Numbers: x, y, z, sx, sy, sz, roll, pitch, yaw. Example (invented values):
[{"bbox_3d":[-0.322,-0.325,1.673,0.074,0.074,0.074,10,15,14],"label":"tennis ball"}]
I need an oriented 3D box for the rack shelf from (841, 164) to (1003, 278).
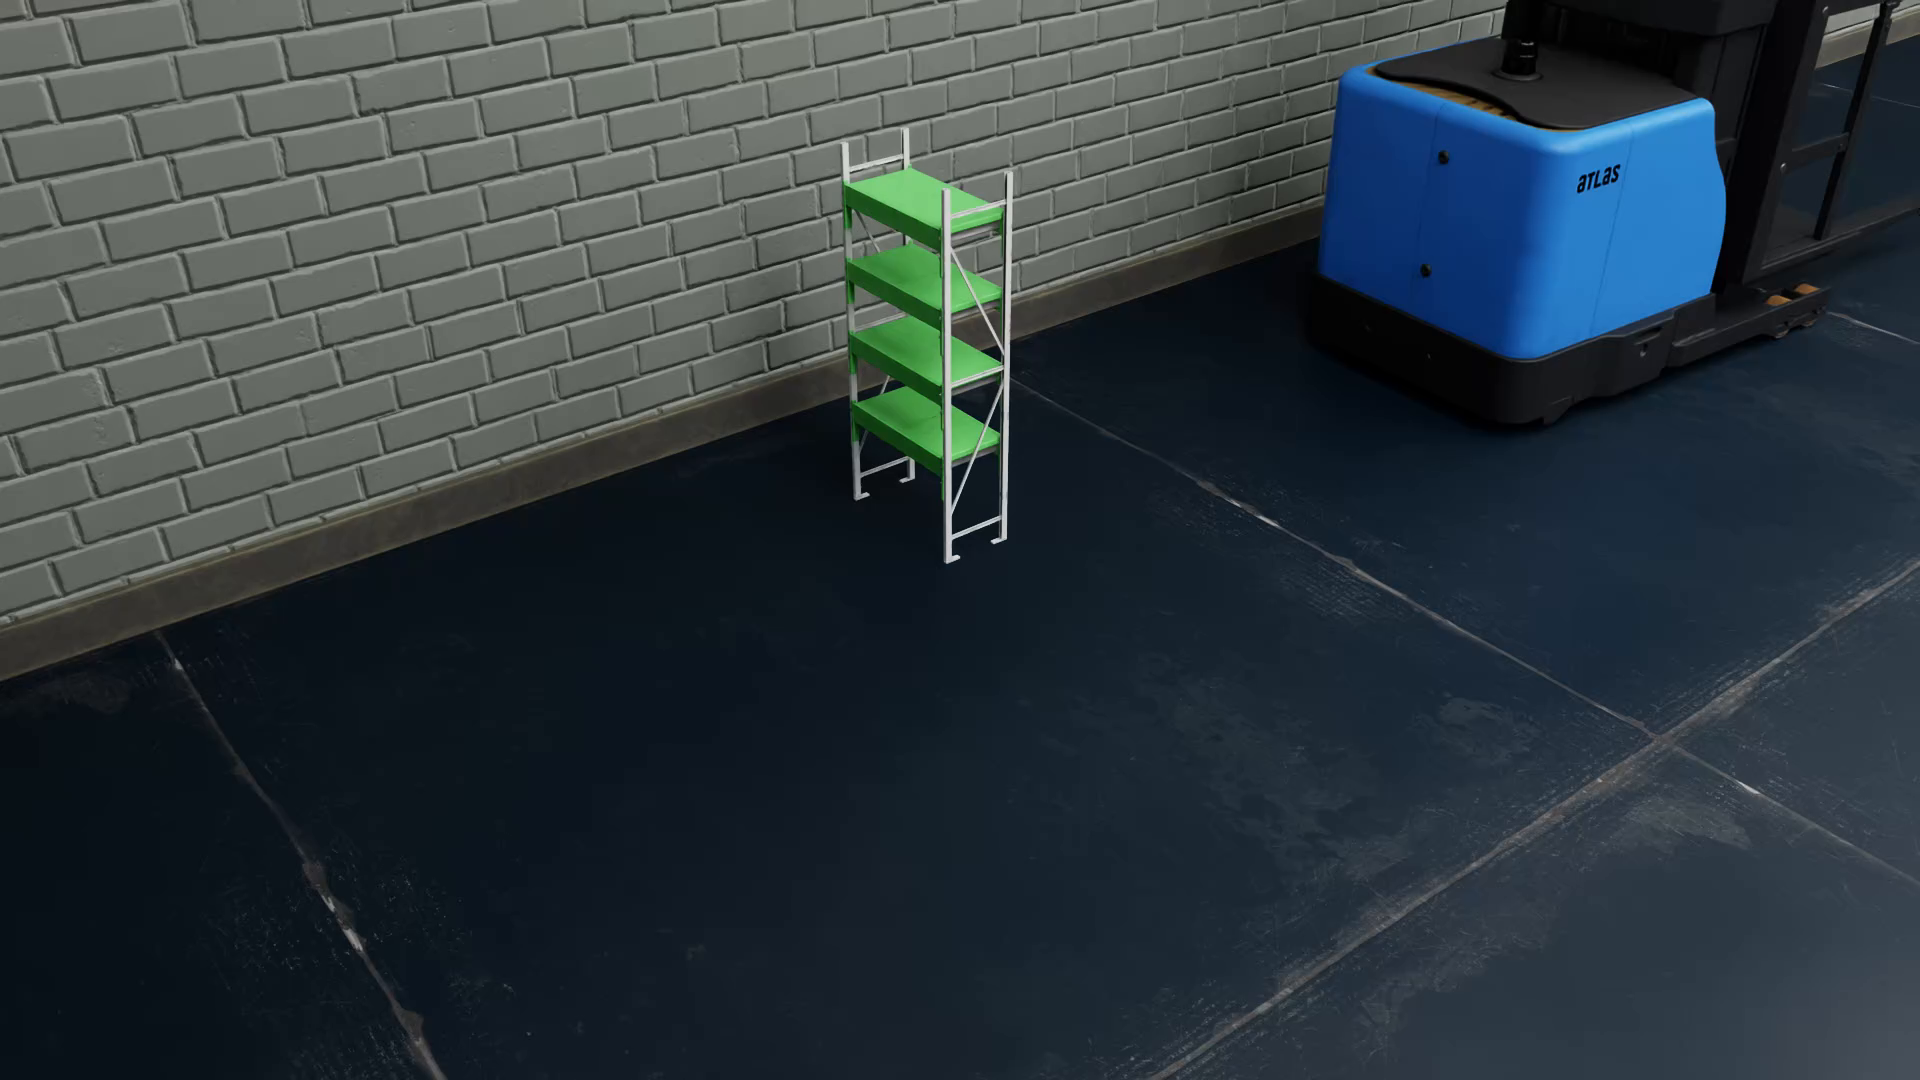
[{"bbox_3d":[-0.101,-0.932,4.825,0.258,0.148,0.480,-22,38,-31],"label":"rack shelf"}]

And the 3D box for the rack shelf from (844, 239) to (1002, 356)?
[{"bbox_3d":[-0.101,-0.728,4.952,0.258,0.148,0.480,-22,38,-31],"label":"rack shelf"}]

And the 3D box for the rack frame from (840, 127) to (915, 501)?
[{"bbox_3d":[-0.251,-0.680,5.208,0.240,1.200,0.015,-22,38,-31],"label":"rack frame"}]

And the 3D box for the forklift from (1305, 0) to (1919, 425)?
[{"bbox_3d":[2.841,-2.244,6.085,3.031,2.935,1.130,-20,37,-29],"label":"forklift"}]

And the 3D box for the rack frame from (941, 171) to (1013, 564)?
[{"bbox_3d":[0.048,-0.477,4.881,0.240,1.200,0.015,-22,38,-31],"label":"rack frame"}]

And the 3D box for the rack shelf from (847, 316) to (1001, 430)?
[{"bbox_3d":[-0.101,-0.524,5.078,0.258,0.148,0.480,-22,38,-31],"label":"rack shelf"}]

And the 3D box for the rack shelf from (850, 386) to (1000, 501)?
[{"bbox_3d":[-0.101,-0.321,5.205,0.258,0.148,0.480,-22,38,-31],"label":"rack shelf"}]

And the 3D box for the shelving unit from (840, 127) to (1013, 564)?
[{"bbox_3d":[-0.101,-0.579,5.045,0.258,1.200,0.503,-22,38,-31],"label":"shelving unit"}]
